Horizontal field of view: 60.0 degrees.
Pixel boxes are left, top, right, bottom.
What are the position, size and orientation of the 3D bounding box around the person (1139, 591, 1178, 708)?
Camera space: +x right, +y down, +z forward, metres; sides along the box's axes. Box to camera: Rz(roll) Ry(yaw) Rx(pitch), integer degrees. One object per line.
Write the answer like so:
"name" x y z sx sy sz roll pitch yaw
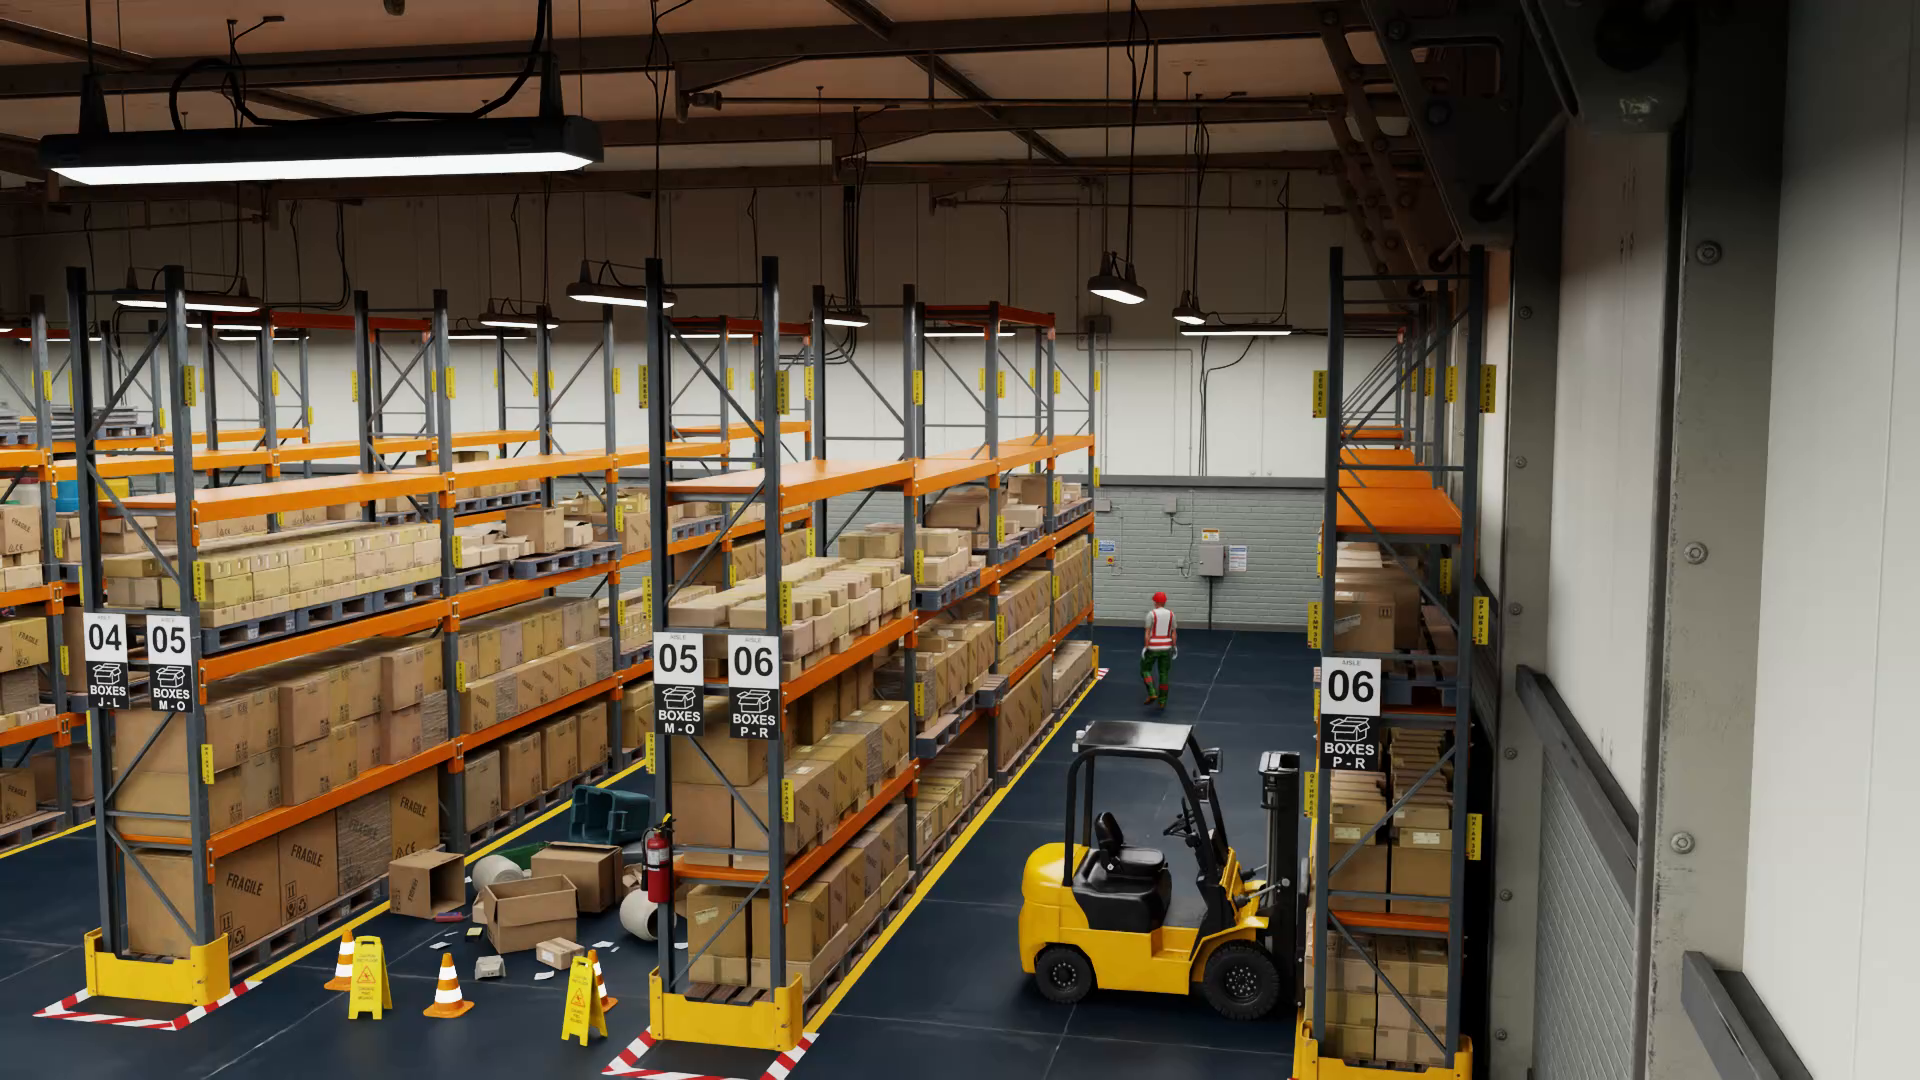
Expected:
"person" 3.072 1.688 25.597 0.602 1.791 0.467 -2 6 -16
